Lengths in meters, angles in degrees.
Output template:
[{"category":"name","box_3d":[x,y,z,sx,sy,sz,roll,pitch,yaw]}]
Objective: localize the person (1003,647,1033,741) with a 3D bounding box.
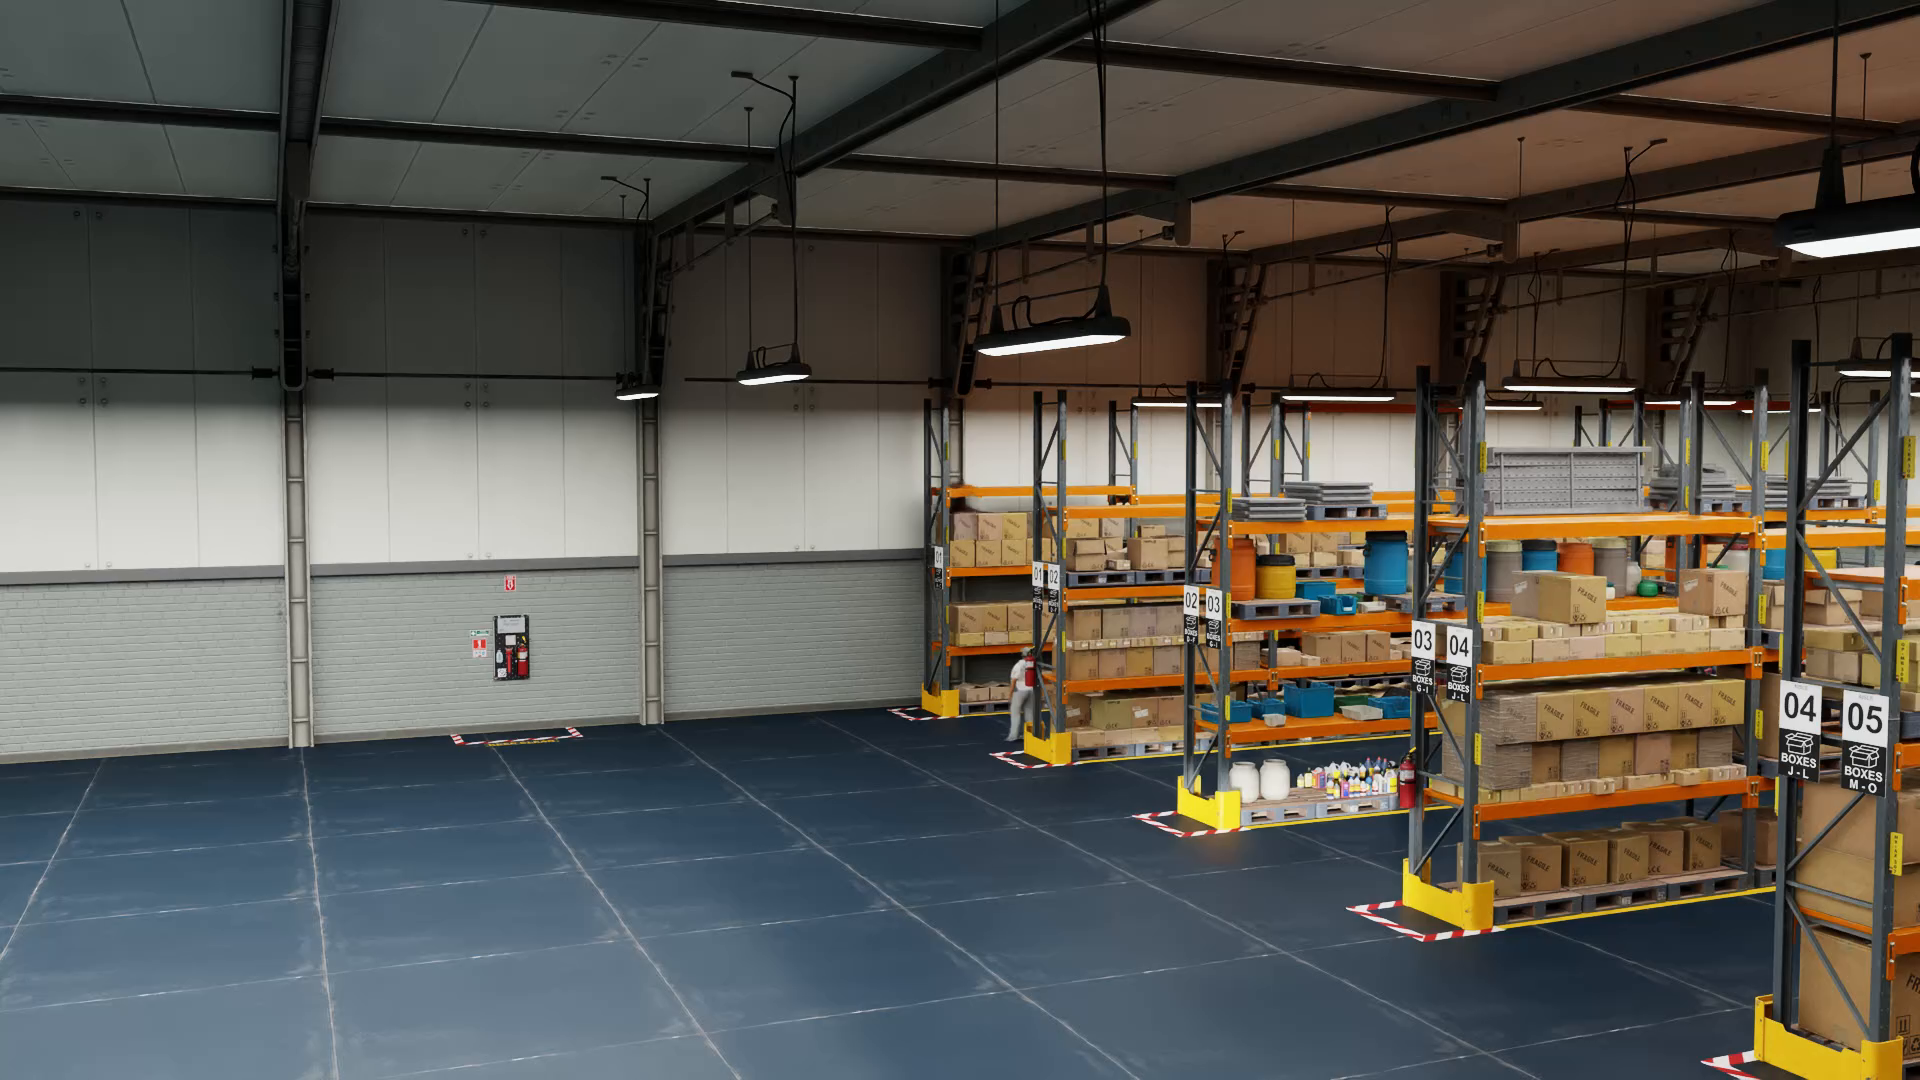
[{"category":"person","box_3d":[1.047,2.664,28.840,0.521,1.672,0.516,2,4,33]}]
